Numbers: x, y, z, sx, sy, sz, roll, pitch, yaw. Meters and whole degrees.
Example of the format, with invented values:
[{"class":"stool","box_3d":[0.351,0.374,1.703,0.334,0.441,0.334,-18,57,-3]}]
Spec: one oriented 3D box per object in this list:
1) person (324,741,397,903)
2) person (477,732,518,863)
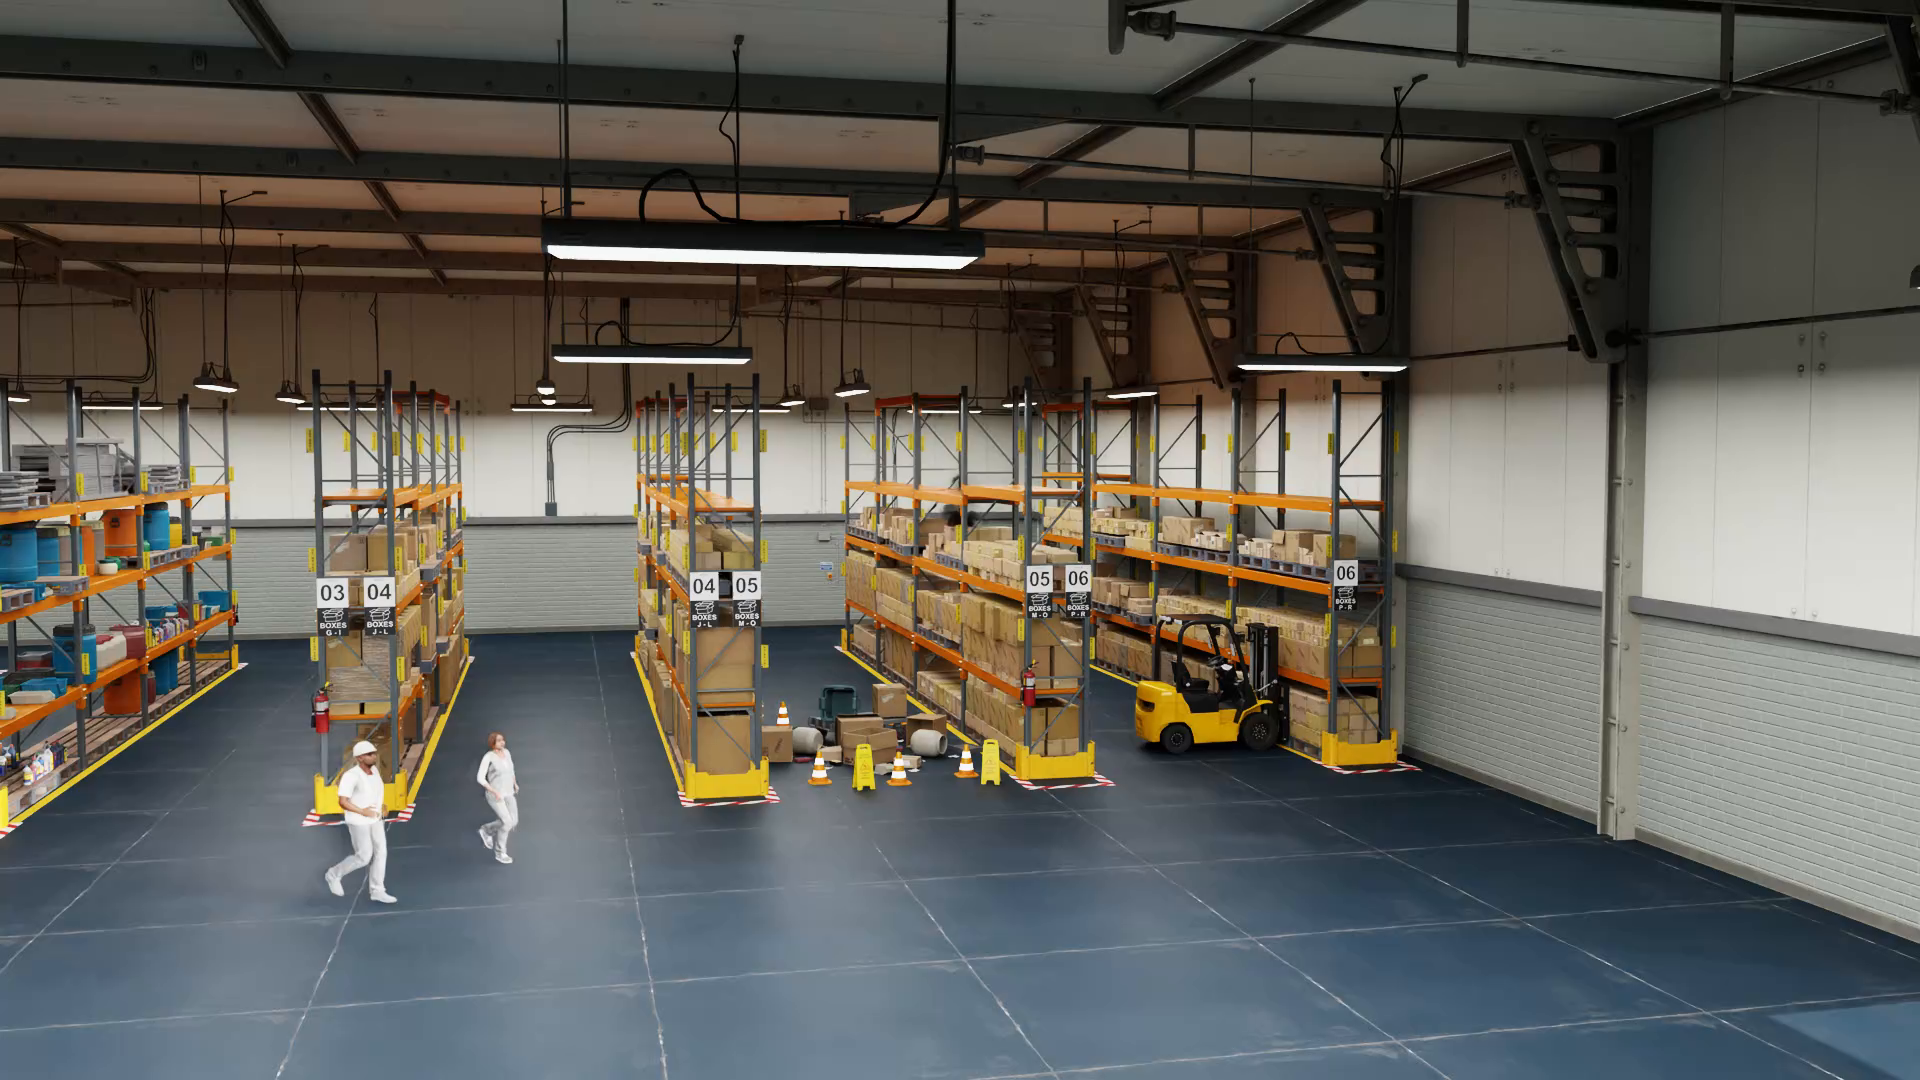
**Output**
[{"class":"person","box_3d":[-6.546,3.079,18.196,0.800,1.765,0.725,1,3,14]},{"class":"person","box_3d":[-5.580,3.077,19.984,0.515,1.570,0.536,2,4,30]}]
